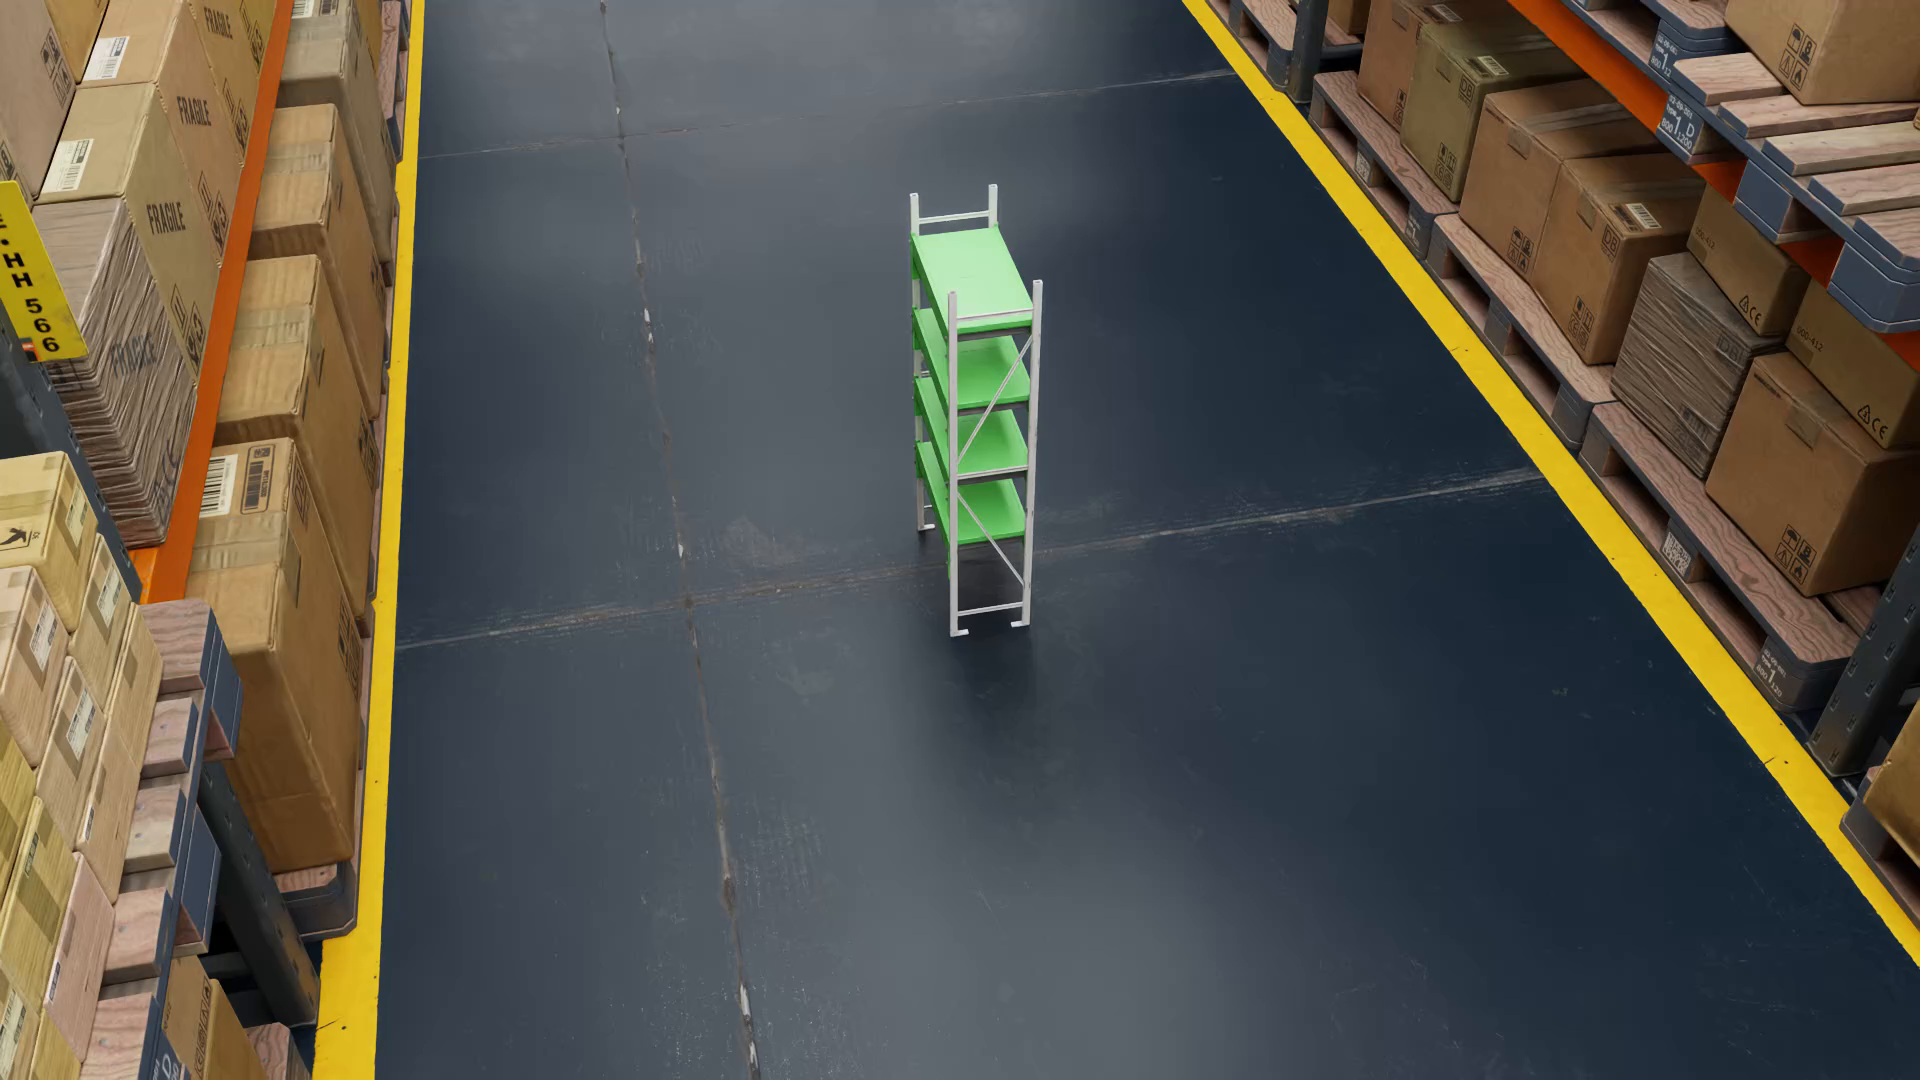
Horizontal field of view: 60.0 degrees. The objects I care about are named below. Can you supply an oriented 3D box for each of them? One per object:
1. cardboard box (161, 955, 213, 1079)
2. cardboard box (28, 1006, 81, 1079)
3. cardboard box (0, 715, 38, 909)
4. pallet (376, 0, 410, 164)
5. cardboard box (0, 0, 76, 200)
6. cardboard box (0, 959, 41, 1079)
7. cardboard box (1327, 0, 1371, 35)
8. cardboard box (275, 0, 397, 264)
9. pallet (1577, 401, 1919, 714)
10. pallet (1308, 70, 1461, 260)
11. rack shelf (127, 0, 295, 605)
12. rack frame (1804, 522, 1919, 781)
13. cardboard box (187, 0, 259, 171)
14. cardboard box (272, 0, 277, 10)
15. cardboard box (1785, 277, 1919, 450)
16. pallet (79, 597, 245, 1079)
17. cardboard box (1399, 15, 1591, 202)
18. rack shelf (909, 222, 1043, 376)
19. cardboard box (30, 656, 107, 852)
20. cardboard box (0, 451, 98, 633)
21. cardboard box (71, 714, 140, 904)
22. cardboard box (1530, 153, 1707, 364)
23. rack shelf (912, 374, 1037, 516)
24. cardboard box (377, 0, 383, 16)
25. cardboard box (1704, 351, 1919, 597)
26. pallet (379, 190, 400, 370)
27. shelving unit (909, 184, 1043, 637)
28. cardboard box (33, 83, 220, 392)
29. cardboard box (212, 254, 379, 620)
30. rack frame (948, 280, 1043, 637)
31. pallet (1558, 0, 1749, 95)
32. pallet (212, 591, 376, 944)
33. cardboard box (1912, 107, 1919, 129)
[{"bbox_3d":[-1.623,0.968,2.902,0.500,0.250,0.500,-9,42,-10],"label":"cardboard box"},{"bbox_3d":[-1.313,0.745,2.024,0.380,0.149,0.250,-9,42,-10],"label":"cardboard box"},{"bbox_3d":[-1.365,0.364,2.005,0.380,0.149,0.250,-7,42,-8],"label":"cardboard box"},{"bbox_3d":[-2.978,-1.990,7.332,1.003,0.211,1.213,-8,42,-9],"label":"pallet"},{"bbox_3d":[-2.224,-0.967,3.251,0.700,0.500,0.500,-9,42,-10],"label":"cardboard box"},{"bbox_3d":[-1.303,0.650,1.907,0.380,0.149,0.250,-8,42,-9],"label":"cardboard box"},{"bbox_3d":[1.928,-2.661,7.555,0.500,0.500,0.500,-10,42,-11],"label":"cardboard box"},{"bbox_3d":[-2.668,-1.455,6.007,1.050,0.750,0.750,-9,42,-10],"label":"cardboard box"},{"bbox_3d":[2.671,-0.045,5.141,1.003,0.211,1.213,-8,42,-9],"label":"pallet"},{"bbox_3d":[2.144,-1.626,6.923,1.003,0.211,1.213,-8,42,-9],"label":"pallet"},{"bbox_3d":[-2.458,-0.963,4.617,1.077,0.370,4.000,-8,42,-9],"label":"rack shelf"},{"bbox_3d":[2.838,-0.581,3.645,1.000,3.000,0.127,-8,42,-9],"label":"rack frame"},{"bbox_3d":[-2.186,-1.282,4.359,0.500,0.500,0.500,-9,42,-10],"label":"cardboard box"},{"bbox_3d":[-2.407,-1.938,5.099,0.500,0.500,0.500,-9,42,-10],"label":"cardboard box"},{"bbox_3d":[2.664,-0.521,4.564,0.500,0.250,0.500,-7,42,-8],"label":"cardboard box"},{"bbox_3d":[-1.769,0.583,2.478,1.213,0.211,1.003,-8,42,-9],"label":"pallet"},{"bbox_3d":[2.171,-1.690,6.446,0.700,0.500,0.500,-9,42,-10],"label":"cardboard box"},{"bbox_3d":[0.036,-0.653,4.455,0.258,0.148,0.480,-8,42,-9],"label":"rack shelf"},{"bbox_3d":[-1.416,0.318,2.281,0.380,0.149,0.250,-7,42,-8],"label":"cardboard box"},{"bbox_3d":[-1.473,0.031,2.380,0.380,0.149,0.250,-10,43,-11],"label":"cardboard box"},{"bbox_3d":[-1.420,0.416,2.394,0.380,0.149,0.250,-8,42,-9],"label":"cardboard box"},{"bbox_3d":[2.413,-0.966,5.630,0.700,0.500,0.500,-5,42,-6],"label":"cardboard box"},{"bbox_3d":[0.036,-0.294,4.773,0.258,0.148,0.480,-8,42,-9],"label":"rack shelf"},{"bbox_3d":[-3.156,-2.892,7.533,0.875,0.875,0.875,-8,42,-9],"label":"cardboard box"},{"bbox_3d":[2.674,-0.242,4.815,0.700,0.500,0.500,-10,43,-12],"label":"cardboard box"},{"bbox_3d":[-2.650,-0.996,6.213,1.003,0.211,1.213,-8,42,-9],"label":"pallet"},{"bbox_3d":[0.036,-0.341,4.731,0.258,1.200,0.503,-8,42,-9],"label":"shelving unit"},{"bbox_3d":[-1.972,-0.632,3.627,0.500,0.500,0.500,-9,42,-10],"label":"cardboard box"},{"bbox_3d":[-2.262,-0.225,4.622,1.050,0.750,0.750,-8,42,-9],"label":"cardboard box"},{"bbox_3d":[0.088,-0.183,4.553,0.240,1.200,0.015,-8,42,-9],"label":"rack frame"},{"bbox_3d":[2.371,-1.786,5.147,1.003,0.211,1.213,-8,42,-9],"label":"pallet"},{"bbox_3d":[-2.123,0.585,4.431,1.003,0.211,1.213,-8,42,-9],"label":"pallet"},{"bbox_3d":[2.683,-1.120,3.860,0.500,0.500,0.500,-13,43,-15],"label":"cardboard box"}]
